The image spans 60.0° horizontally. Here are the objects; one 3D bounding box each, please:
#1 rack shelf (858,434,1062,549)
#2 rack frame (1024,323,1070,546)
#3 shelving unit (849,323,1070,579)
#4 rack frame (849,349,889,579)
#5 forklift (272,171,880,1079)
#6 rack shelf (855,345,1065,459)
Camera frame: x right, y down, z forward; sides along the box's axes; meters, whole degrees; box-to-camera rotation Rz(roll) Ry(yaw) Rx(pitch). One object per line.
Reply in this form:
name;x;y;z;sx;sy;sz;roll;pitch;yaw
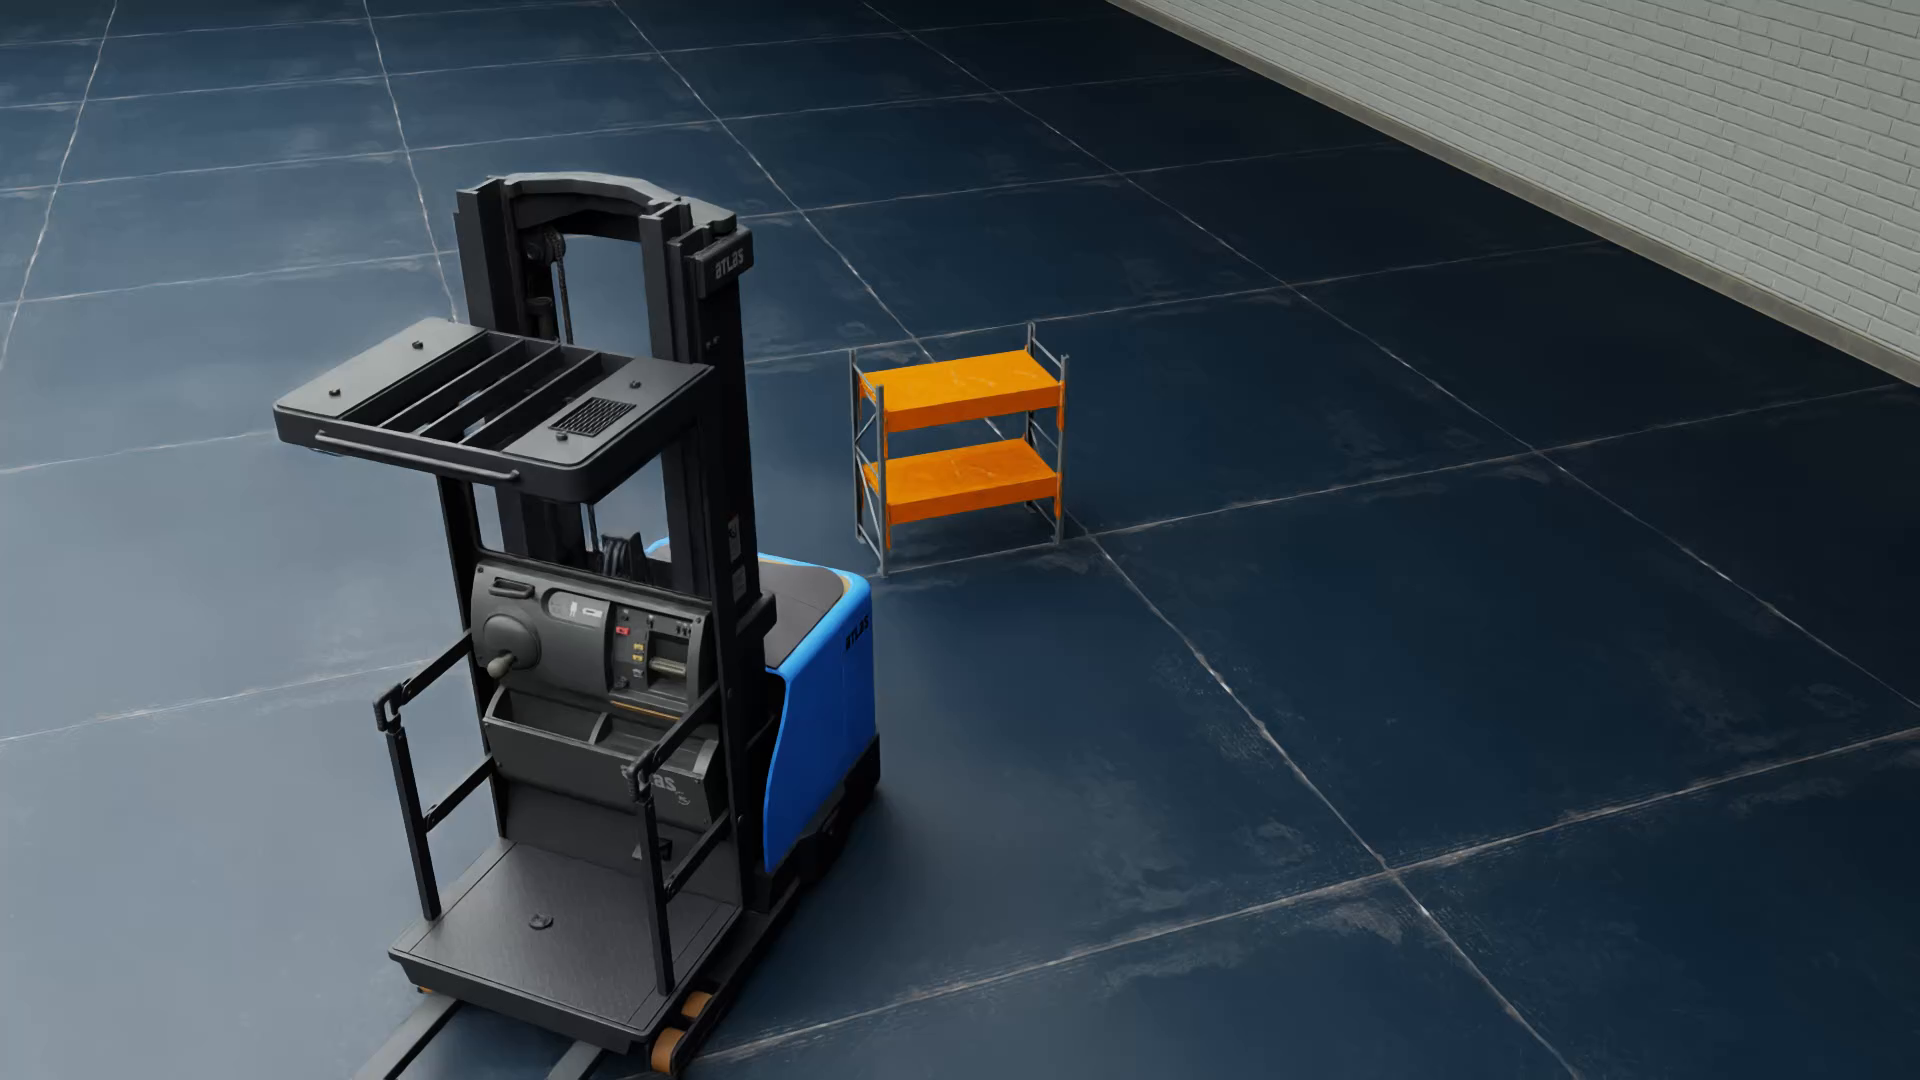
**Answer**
rack shelf;-0.006;-0.275;9.091;1.000;0.278;0.538;-10;31;-18
rack frame;0.470;-0.575;9.124;0.032;1.125;0.500;-10;31;-18
shelving unit;-0.006;-0.488;8.969;1.048;1.125;0.538;-10;31;-18
rack frame;-0.483;-0.400;8.815;0.032;1.125;0.500;-10;31;-18
forklift;-1.376;0.390;5.605;1.130;2.935;3.031;11;32;19
rack shelf;-0.006;-0.742;8.825;1.000;0.278;0.538;-10;31;-18
